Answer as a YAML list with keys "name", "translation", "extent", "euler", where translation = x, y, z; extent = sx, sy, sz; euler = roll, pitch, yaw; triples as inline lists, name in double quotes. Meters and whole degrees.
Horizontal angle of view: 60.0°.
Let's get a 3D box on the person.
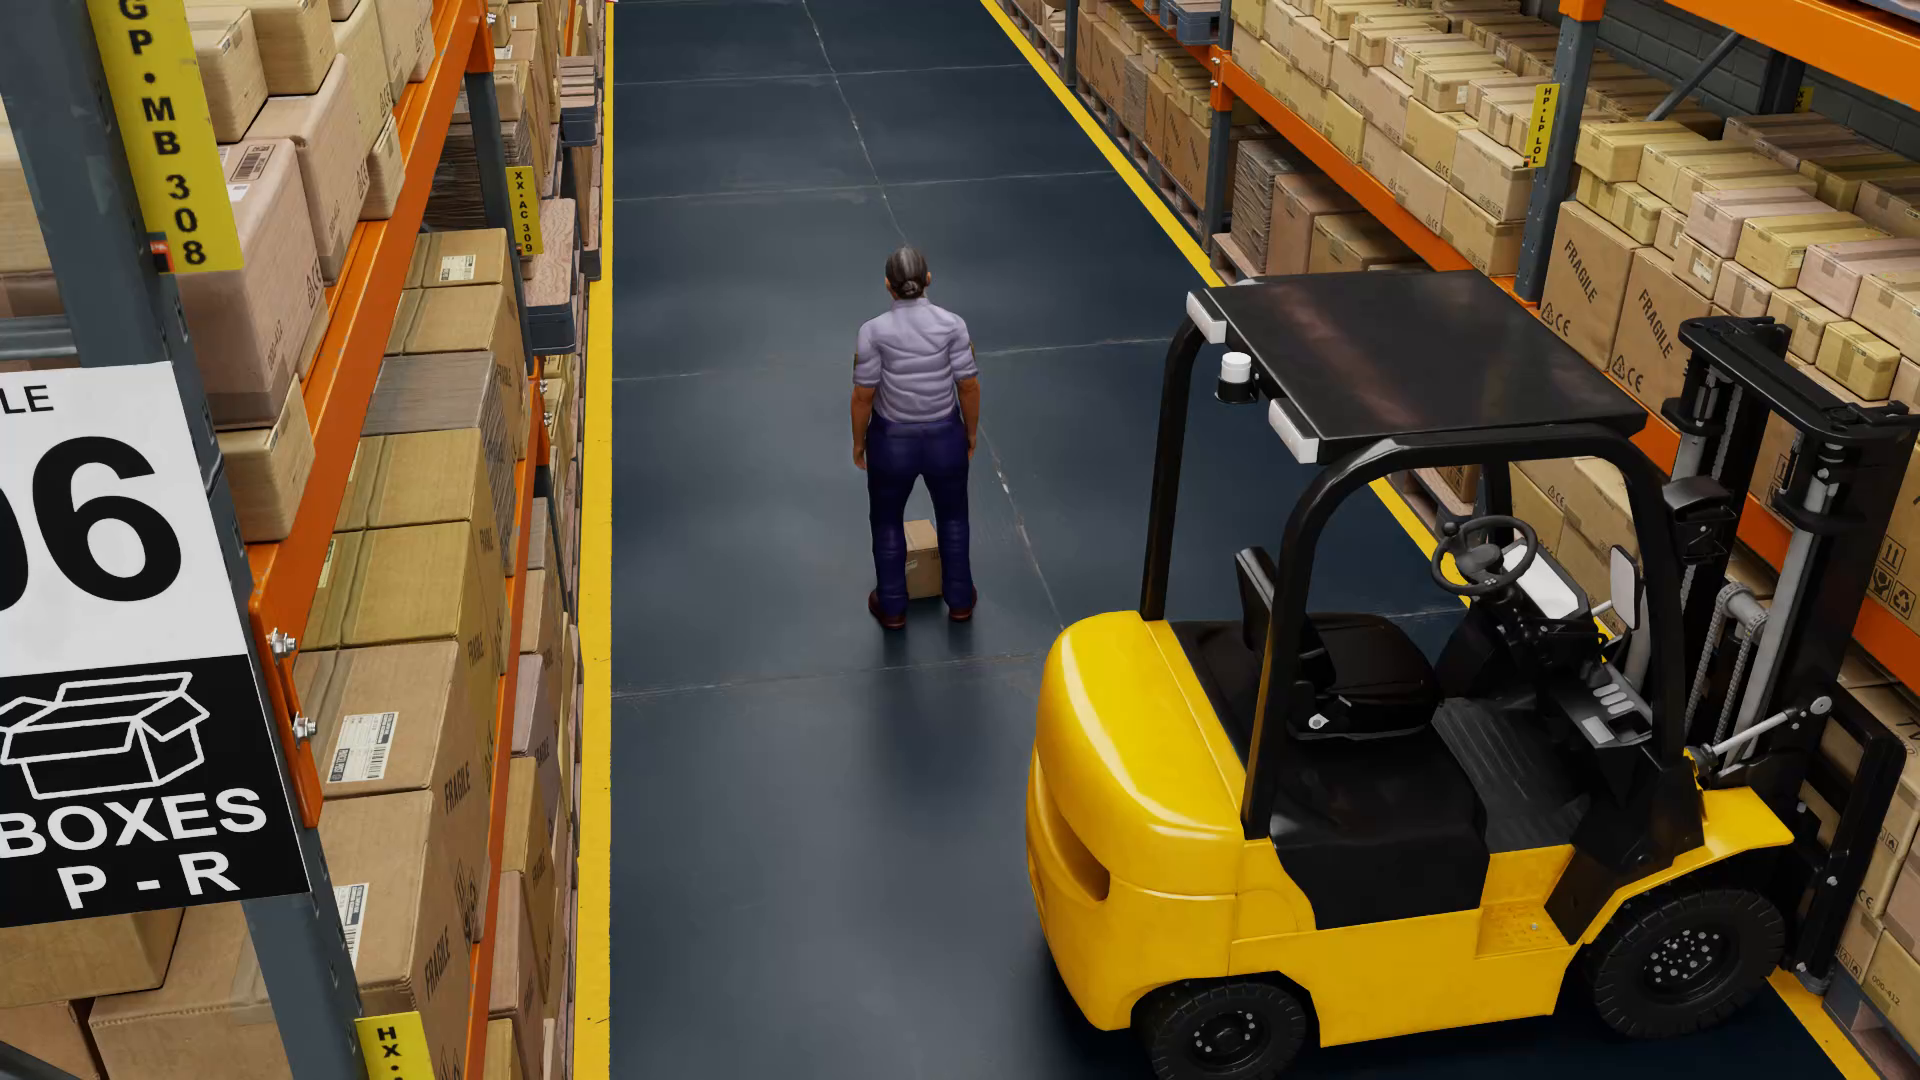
- name: "person"
  translation: [-0.174, -0.385, 6.798]
  extent: [0.538, 1.638, 0.371]
  euler: [-5, 31, -9]
